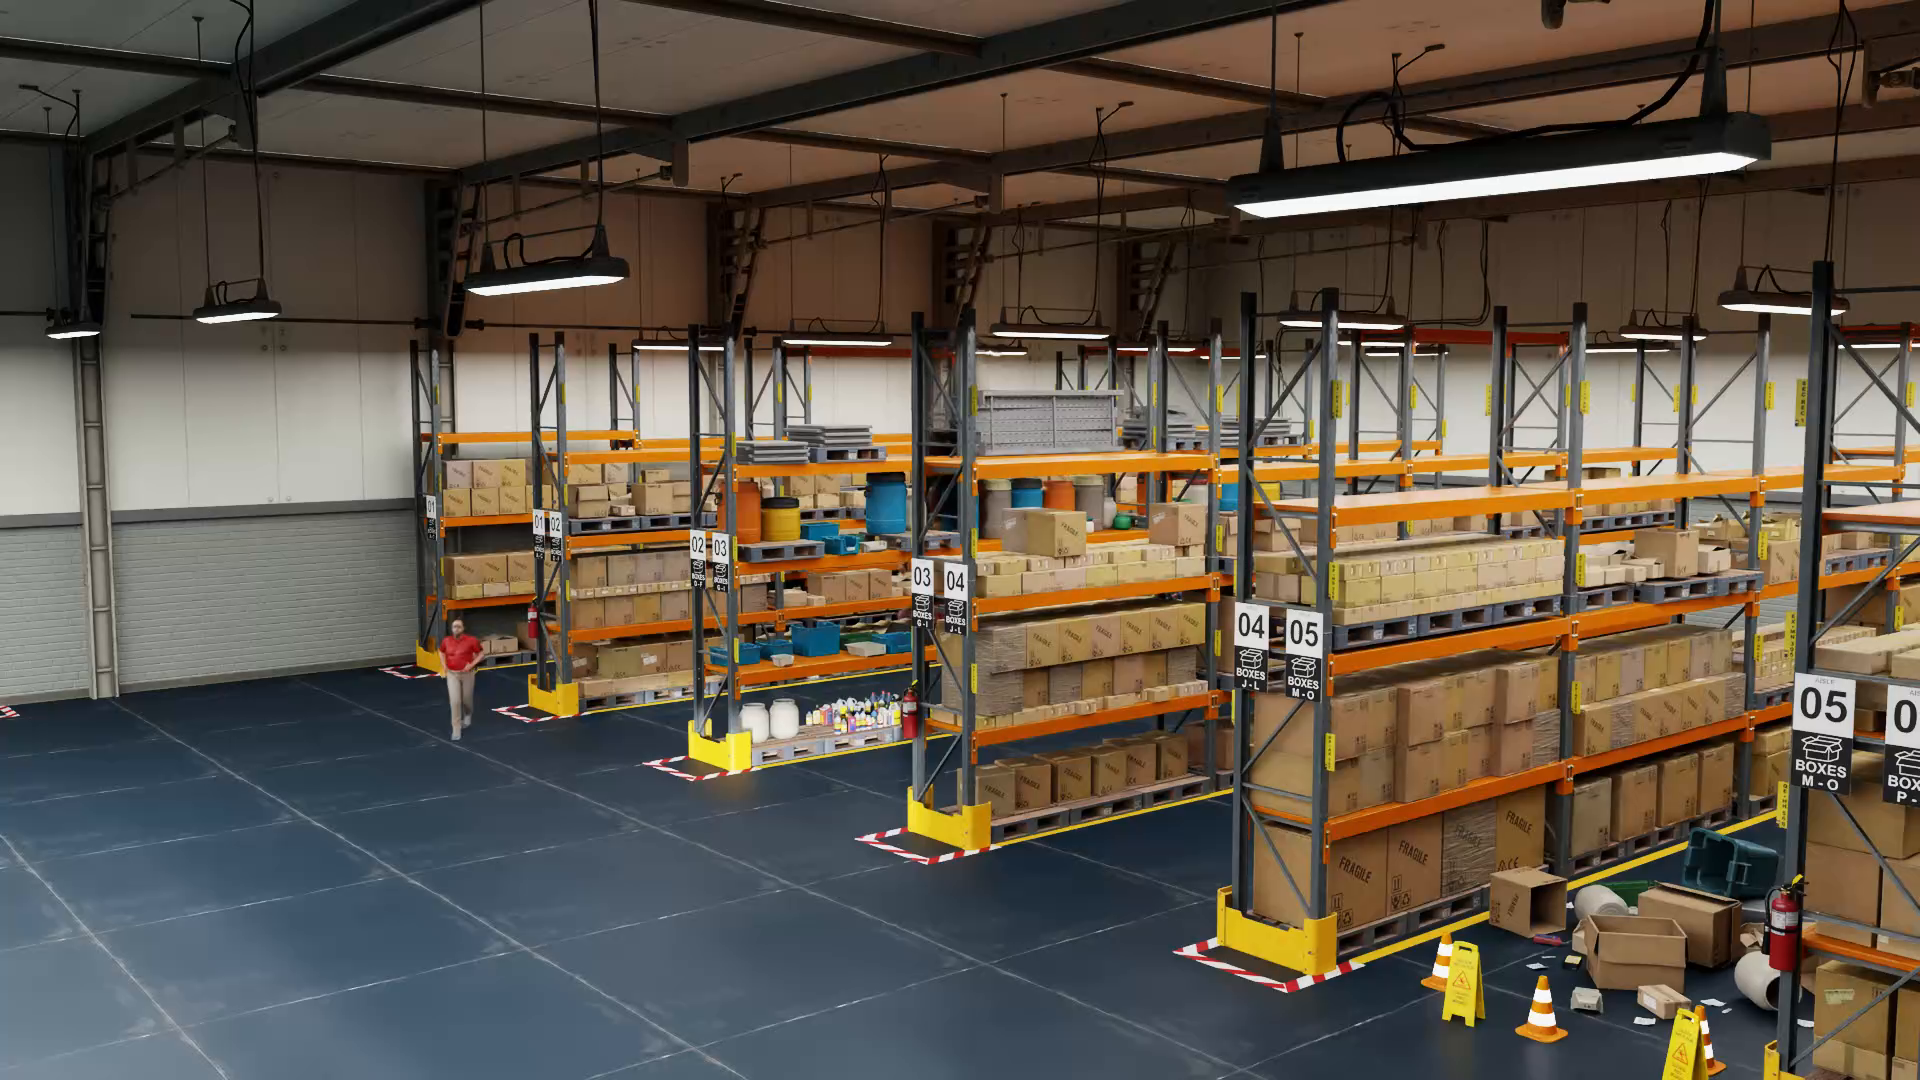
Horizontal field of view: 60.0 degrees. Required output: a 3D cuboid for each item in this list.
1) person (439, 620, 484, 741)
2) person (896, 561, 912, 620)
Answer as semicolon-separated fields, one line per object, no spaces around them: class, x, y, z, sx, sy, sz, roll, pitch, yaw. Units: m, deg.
person;-7.356;2.023;24.564;0.657;1.732;0.892;-1;5;-10
person;-1.082;1.240;33.346;0.887;1.696;0.529;-4;7;-40
